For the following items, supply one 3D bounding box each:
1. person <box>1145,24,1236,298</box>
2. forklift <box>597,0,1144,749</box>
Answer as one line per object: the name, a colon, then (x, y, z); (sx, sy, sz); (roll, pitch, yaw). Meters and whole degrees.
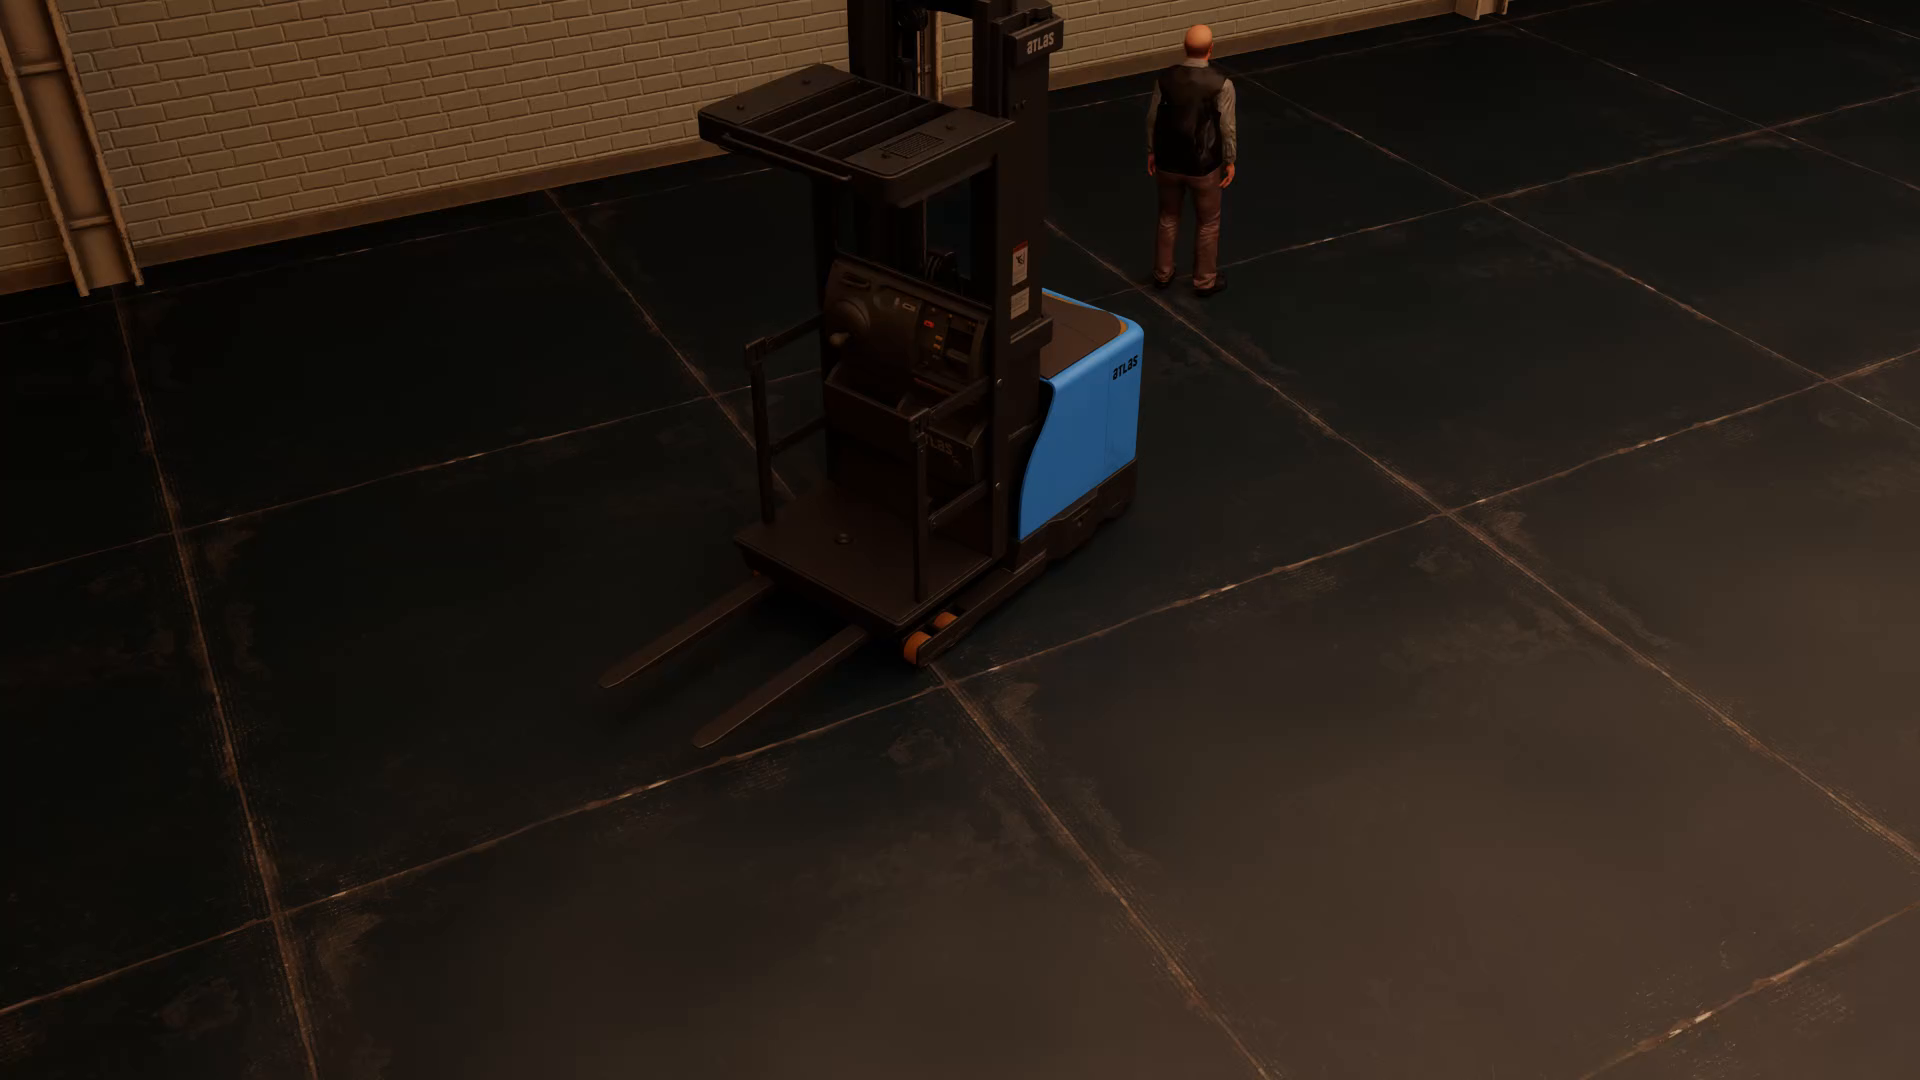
person: (1.453, -2.385, 10.547); (0.592, 1.720, 0.426); (15, 38, 20)
forklift: (-0.390, -0.927, 7.434); (1.130, 2.935, 3.031); (26, 43, 31)
